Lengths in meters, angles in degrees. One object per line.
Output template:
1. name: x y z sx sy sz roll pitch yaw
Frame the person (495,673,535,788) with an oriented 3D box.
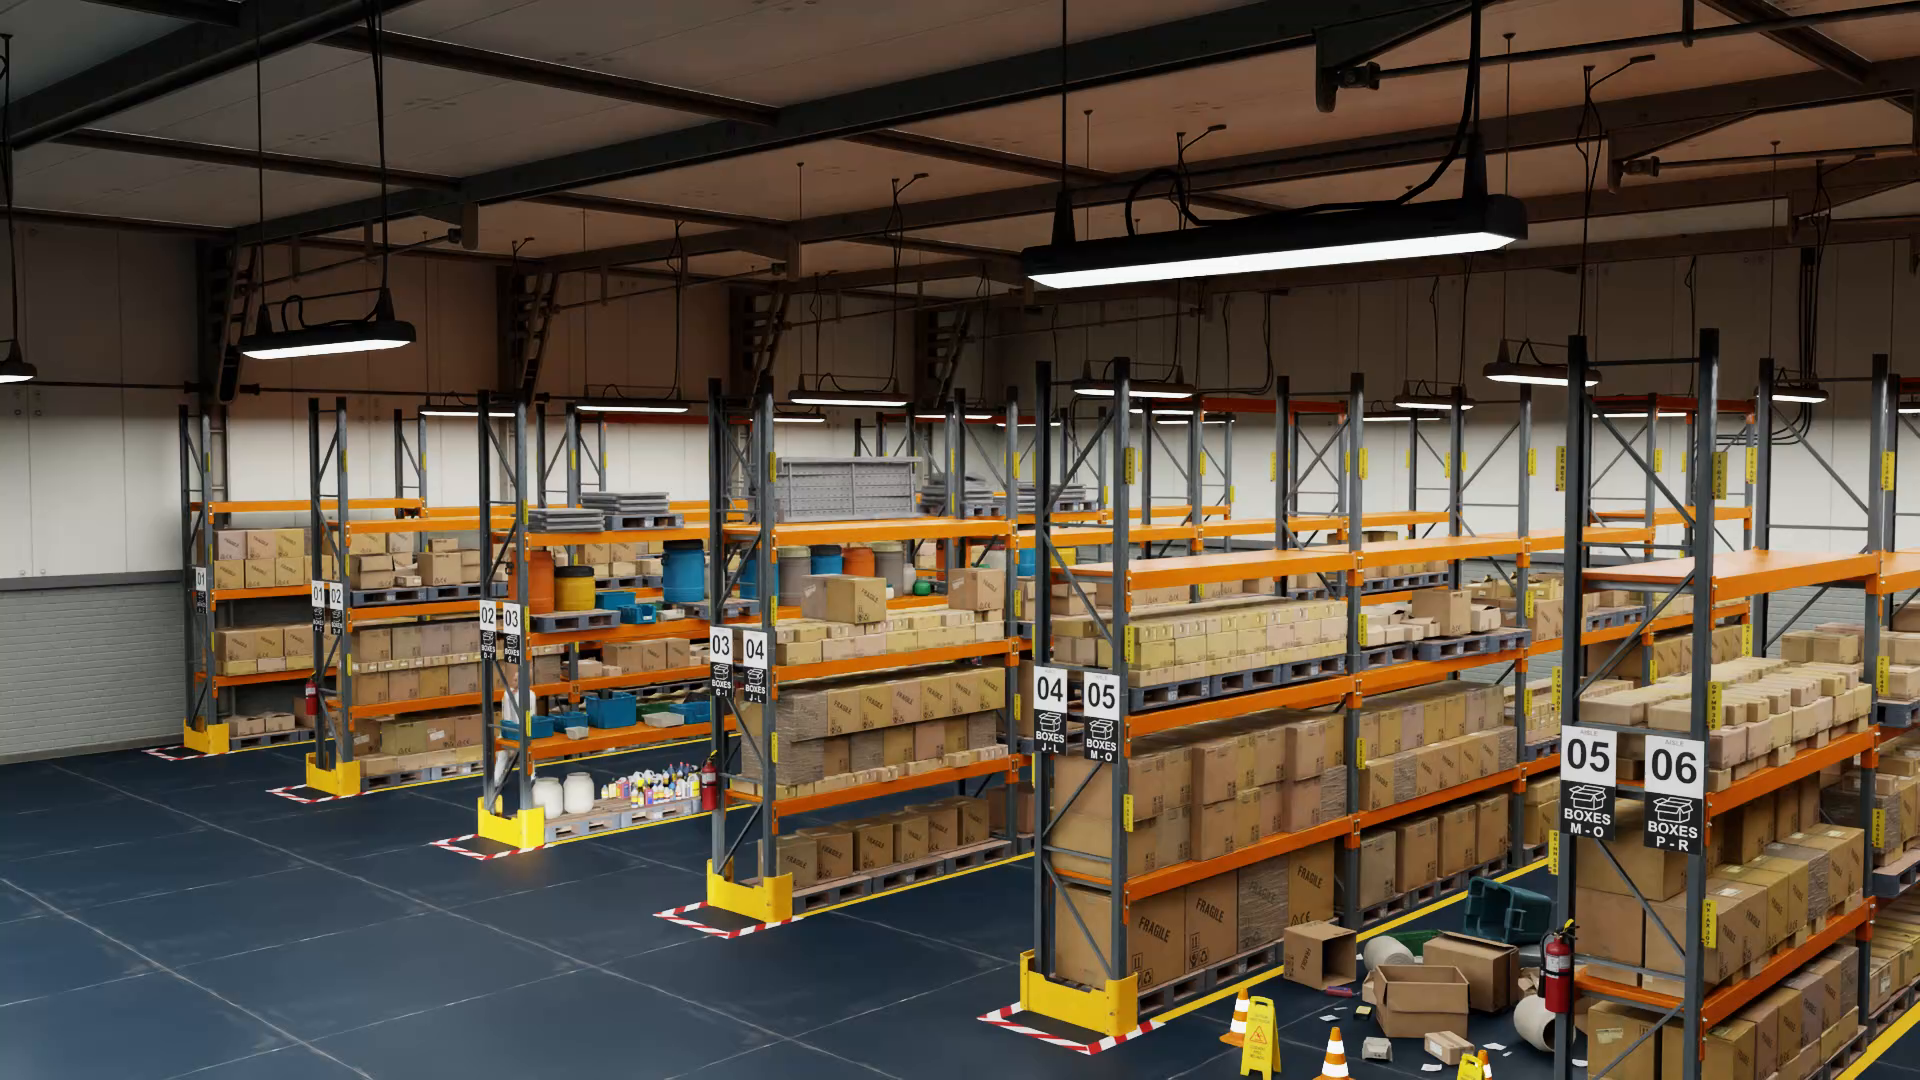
1. person: -6.857 2.926 25.630 0.607 1.748 0.960 0 3 8
